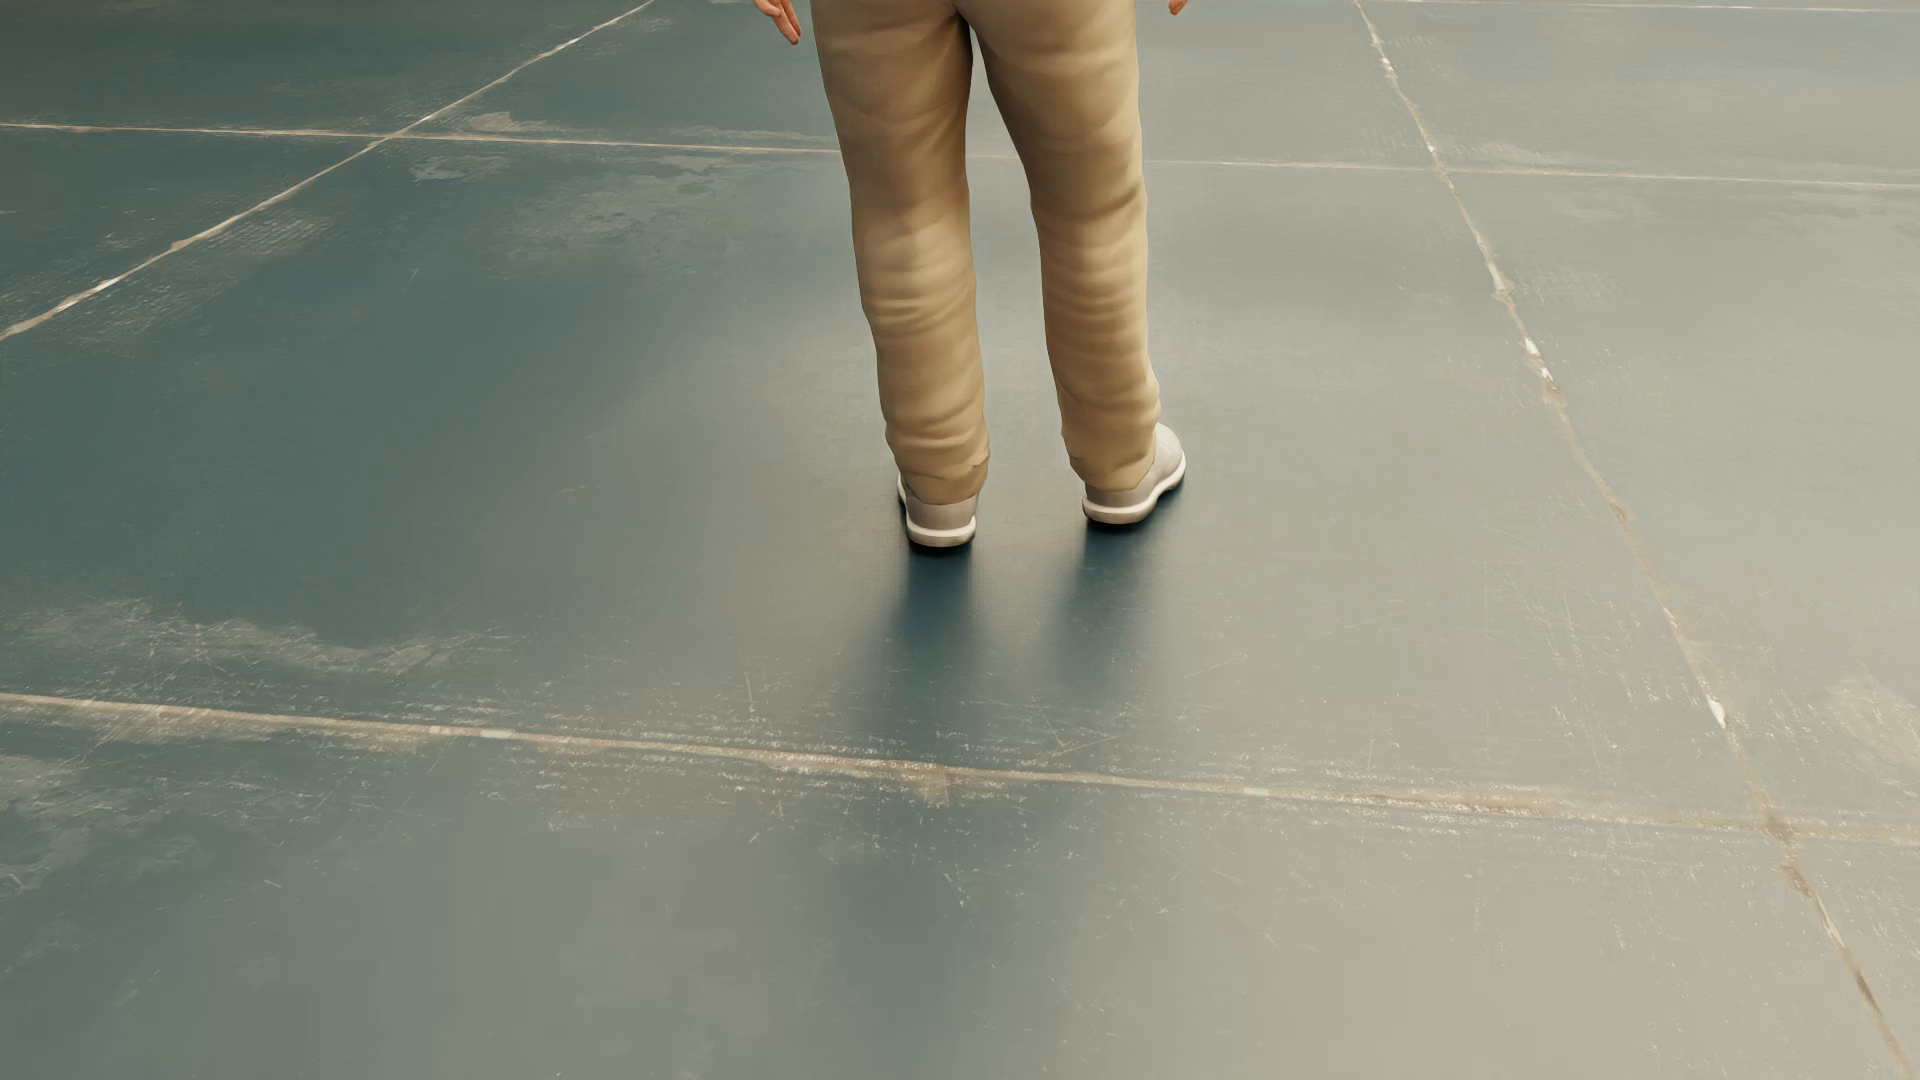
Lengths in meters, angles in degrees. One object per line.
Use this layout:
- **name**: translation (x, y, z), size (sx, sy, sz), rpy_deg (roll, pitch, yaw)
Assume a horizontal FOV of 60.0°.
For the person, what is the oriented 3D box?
- **person**: translation (0.024, -0.819, 2.189), size (0.640, 1.727, 0.551), rpy_deg (3, 27, 7)
